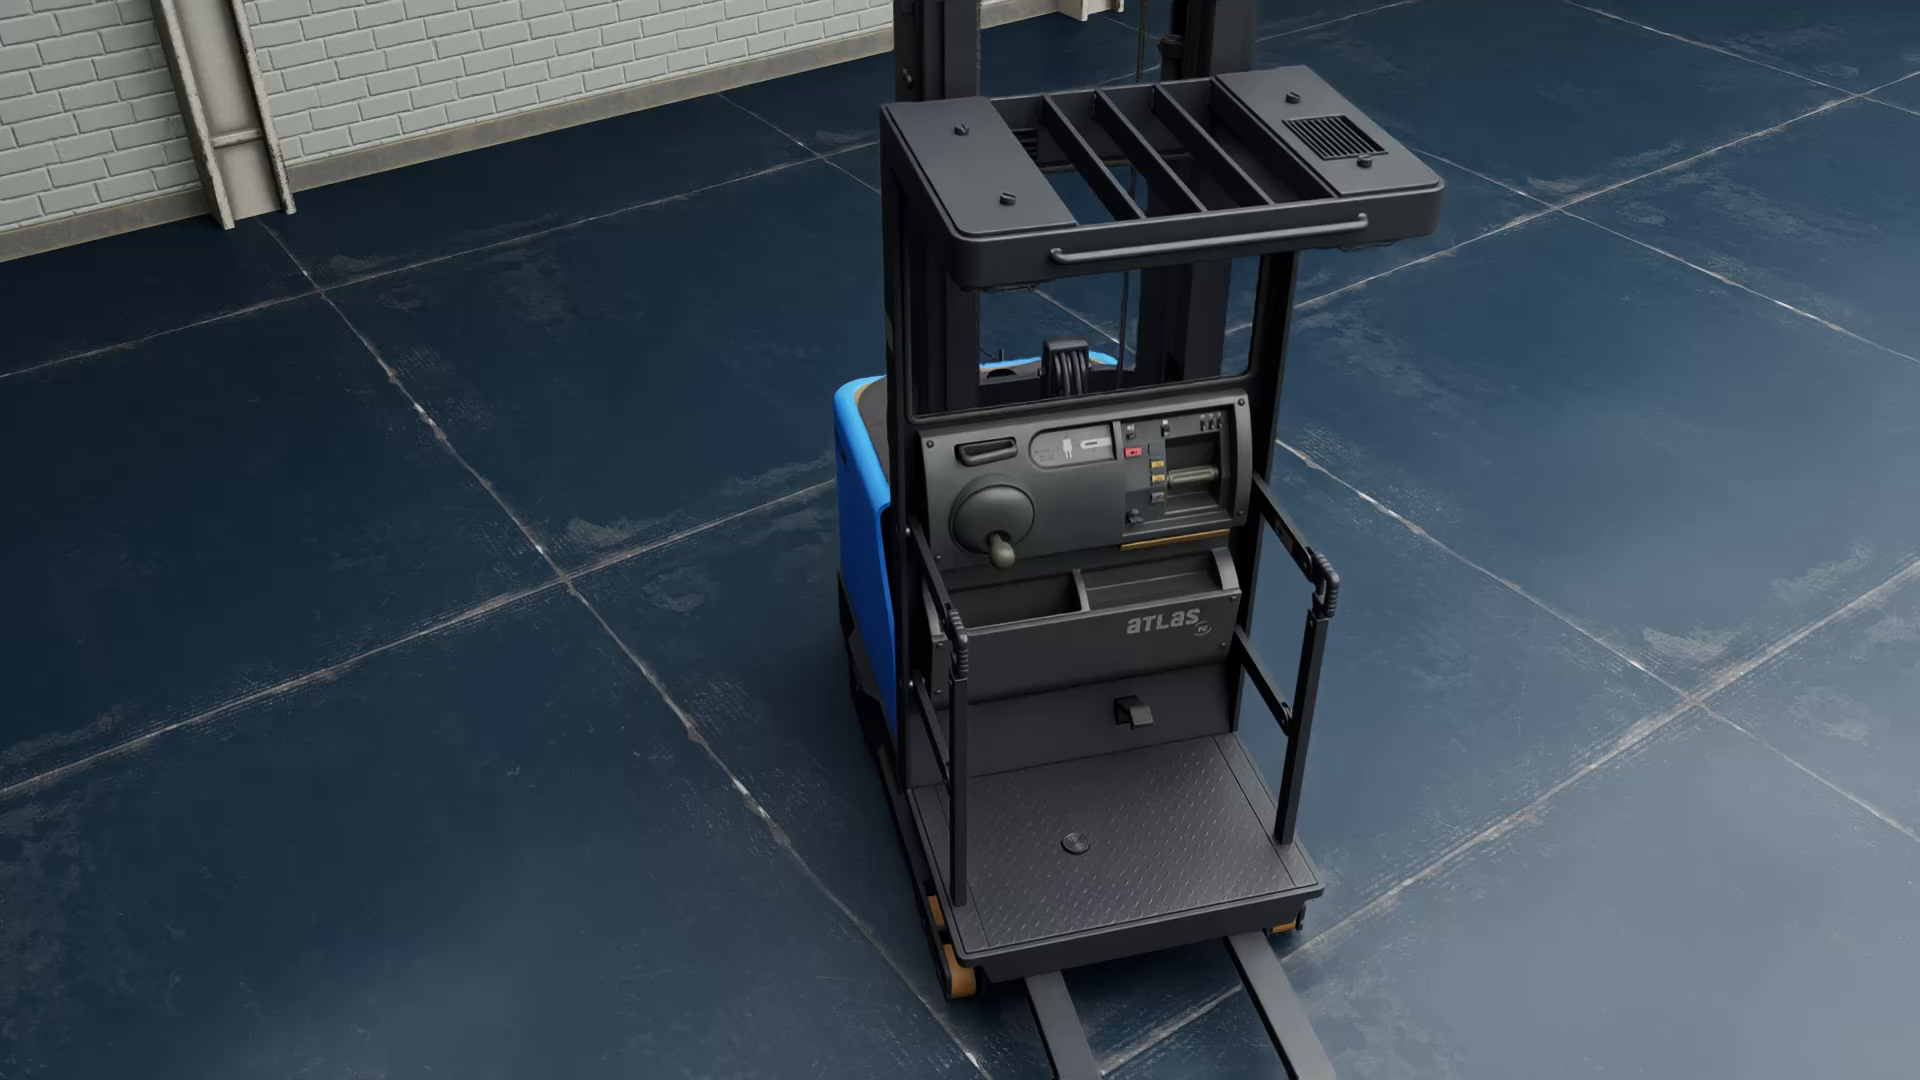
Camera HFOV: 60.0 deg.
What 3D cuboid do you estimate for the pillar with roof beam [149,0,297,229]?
[{"bbox_3d":[-1.479,-3.439,3.825,0.400,9.000,9.100,-22,41,-28],"label":"pillar with roof beam"}]

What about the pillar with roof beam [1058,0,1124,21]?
[{"bbox_3d":[3.425,-5.458,6.631,0.400,9.000,9.100,-22,41,-28],"label":"pillar with roof beam"}]

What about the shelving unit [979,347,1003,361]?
[{"bbox_3d":[0.007,-0.368,6.491,0.210,0.900,0.258,-22,41,-28],"label":"shelving unit"}]

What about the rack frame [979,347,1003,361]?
[{"bbox_3d":[0.090,-0.402,6.539,0.006,0.900,0.240,-22,41,-28],"label":"rack frame"}]

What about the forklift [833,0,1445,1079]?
[{"bbox_3d":[0.409,-0.098,4.376,1.130,2.935,3.031,-8,37,-11],"label":"forklift"}]
